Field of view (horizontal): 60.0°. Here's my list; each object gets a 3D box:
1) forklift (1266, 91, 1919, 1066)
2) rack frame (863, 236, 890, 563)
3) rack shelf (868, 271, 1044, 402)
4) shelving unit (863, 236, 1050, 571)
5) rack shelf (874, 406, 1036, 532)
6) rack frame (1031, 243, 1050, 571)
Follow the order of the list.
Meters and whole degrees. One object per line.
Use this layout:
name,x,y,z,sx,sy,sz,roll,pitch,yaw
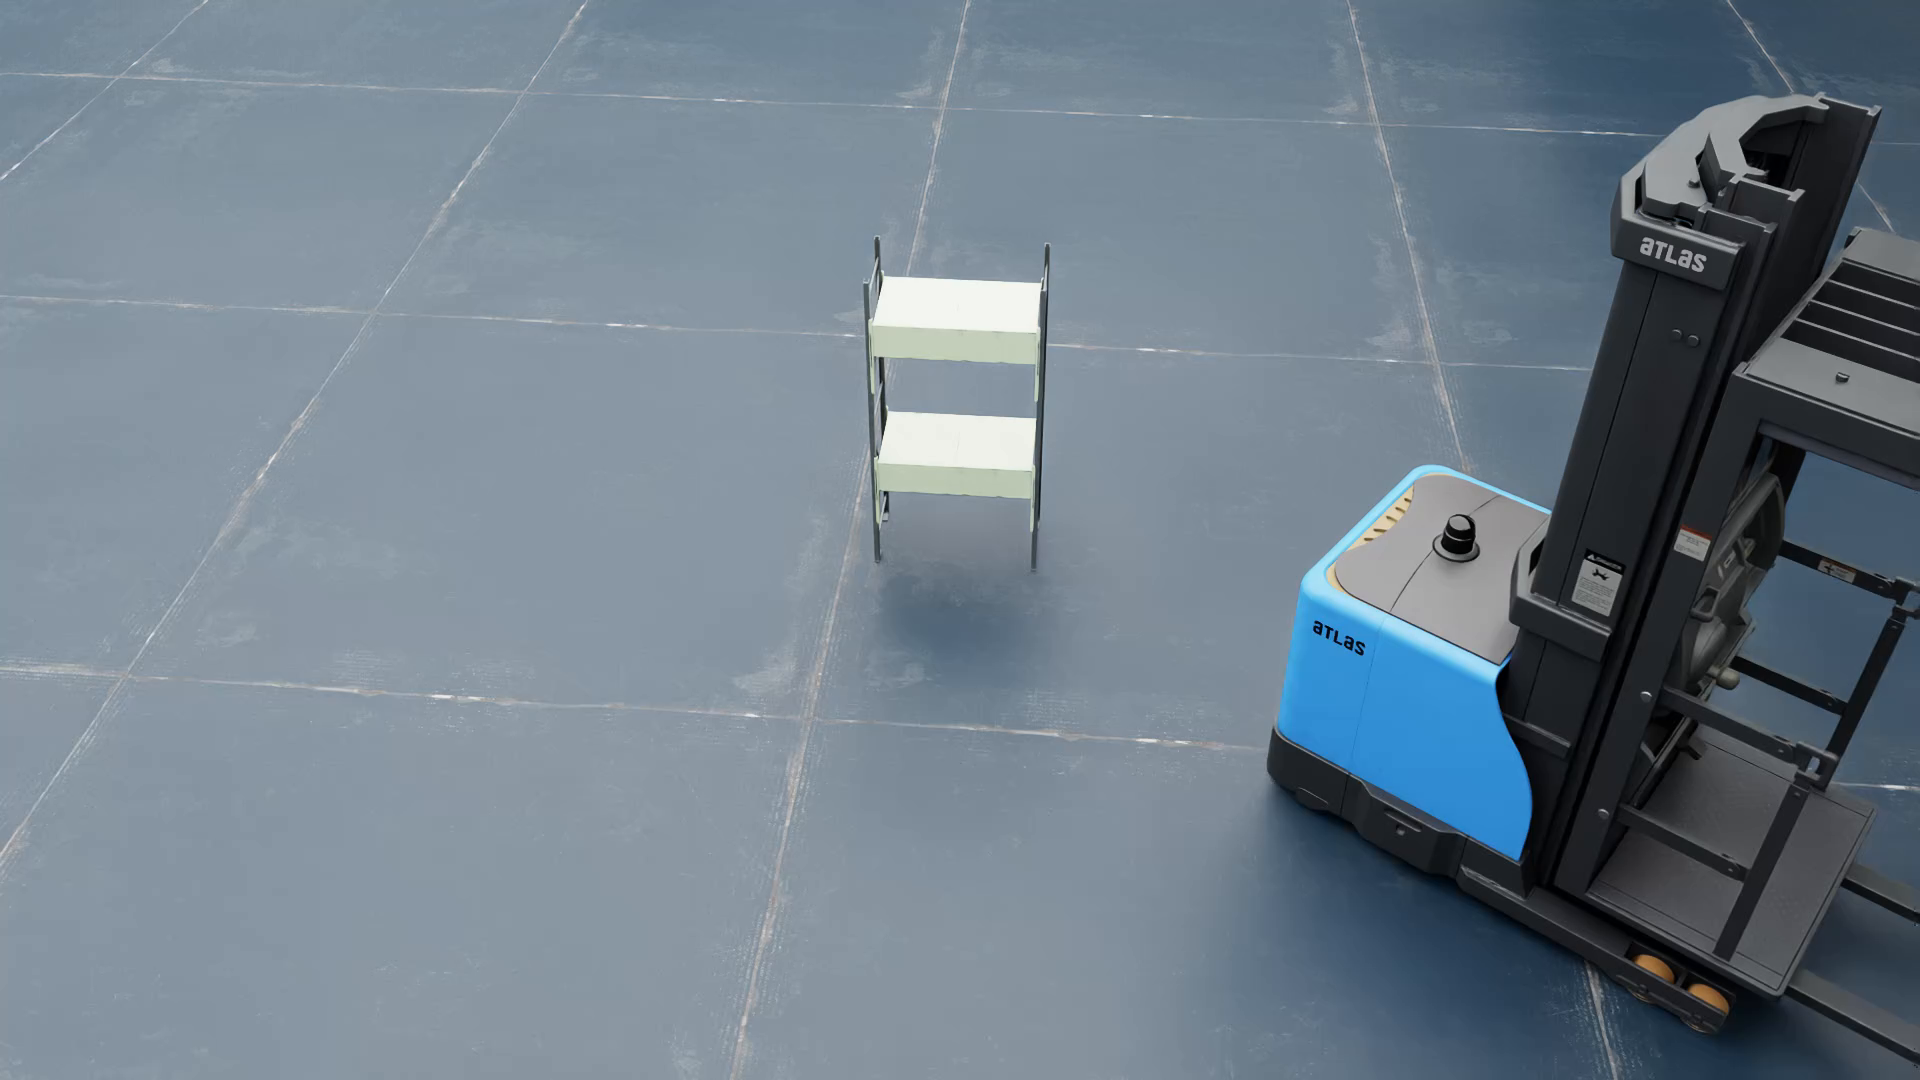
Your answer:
forklift,2.690,0.199,5.354,3.031,2.935,1.130,28,47,30
rack frame,-0.371,-0.602,7.472,0.023,1.500,0.400,3,39,4
rack shelf,-0.007,-0.885,7.201,0.720,0.370,0.431,3,39,4
shelving unit,-0.007,-0.582,7.447,0.755,1.500,0.431,3,39,4
rack shelf,-0.007,-0.329,7.653,0.720,0.370,0.431,3,39,4
rack frame,0.358,-0.562,7.423,0.023,1.500,0.400,3,39,4
